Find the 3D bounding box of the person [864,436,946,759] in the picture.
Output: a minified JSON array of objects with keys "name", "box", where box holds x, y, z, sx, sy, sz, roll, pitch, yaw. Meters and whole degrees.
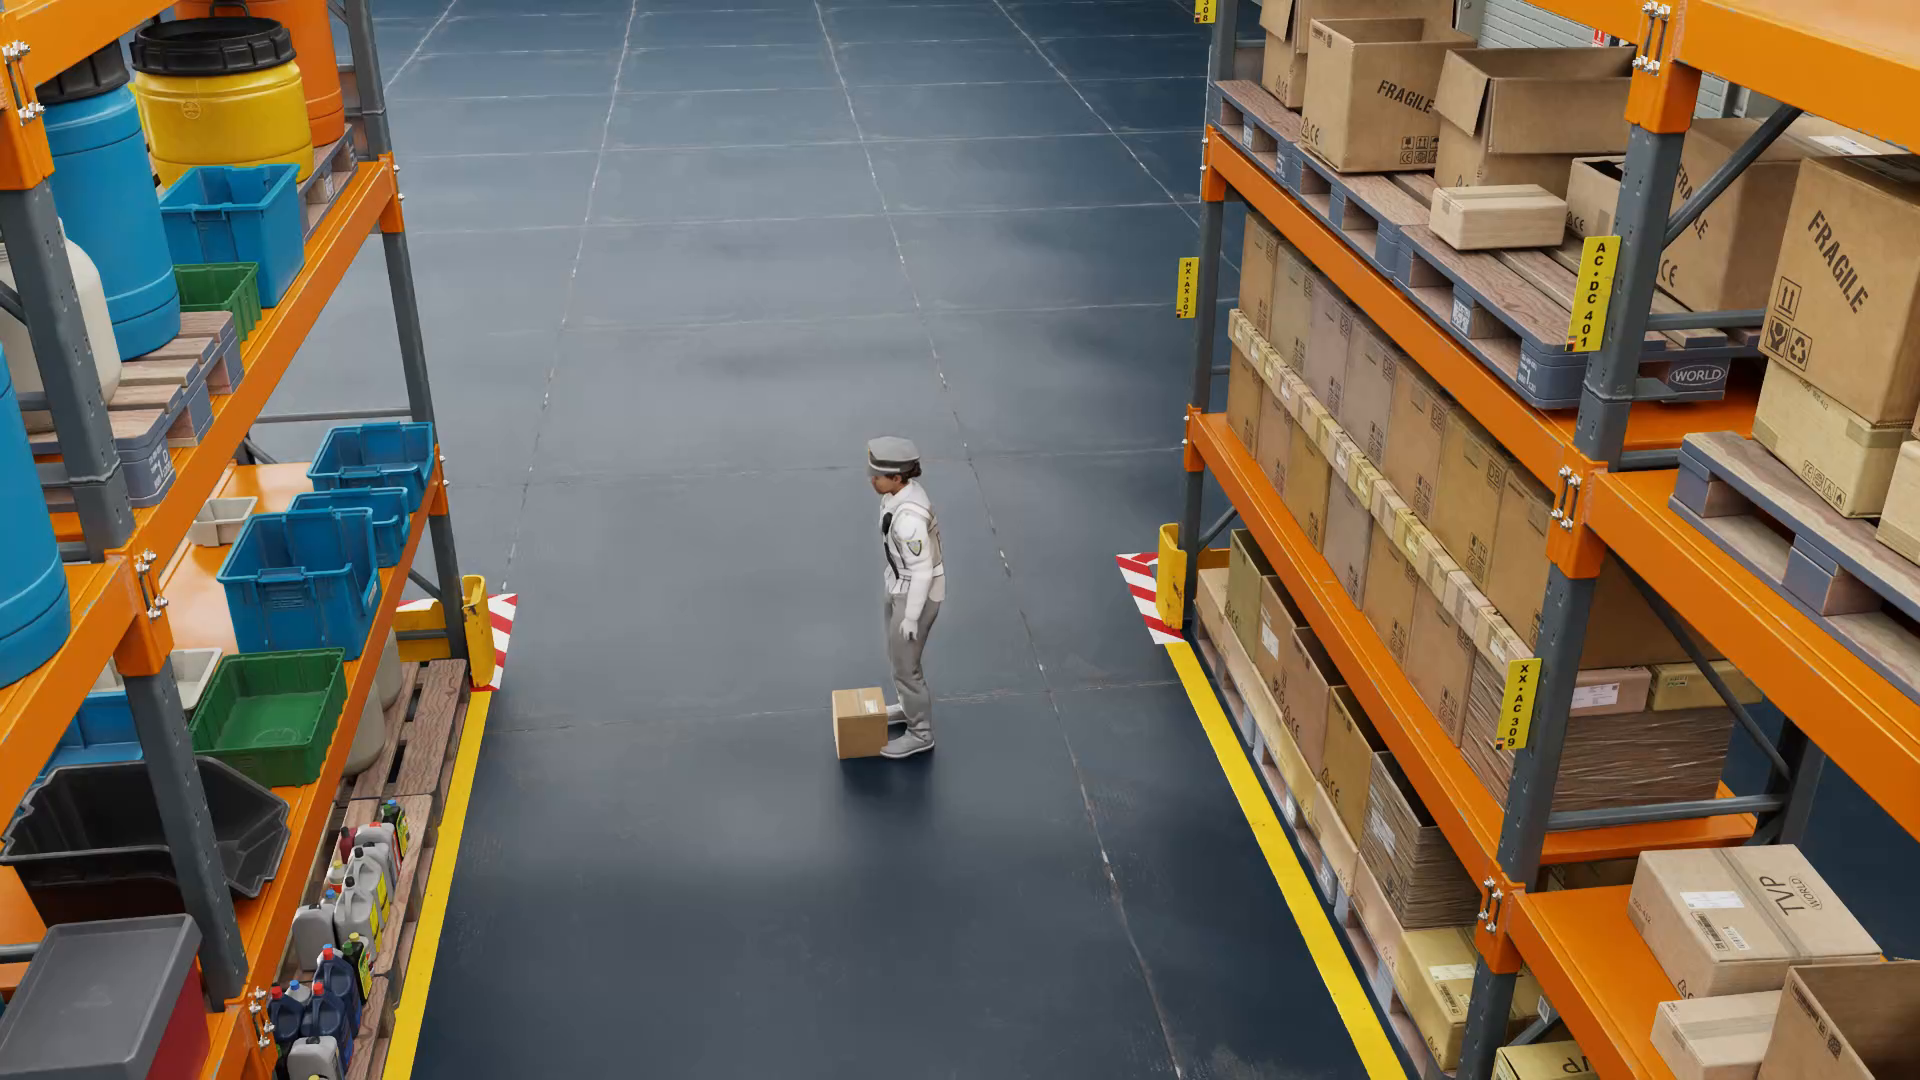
[{"name":"person","box":[-0.263,0.275,8.083,0.375,1.662,0.530,-5,28,-9]}]
